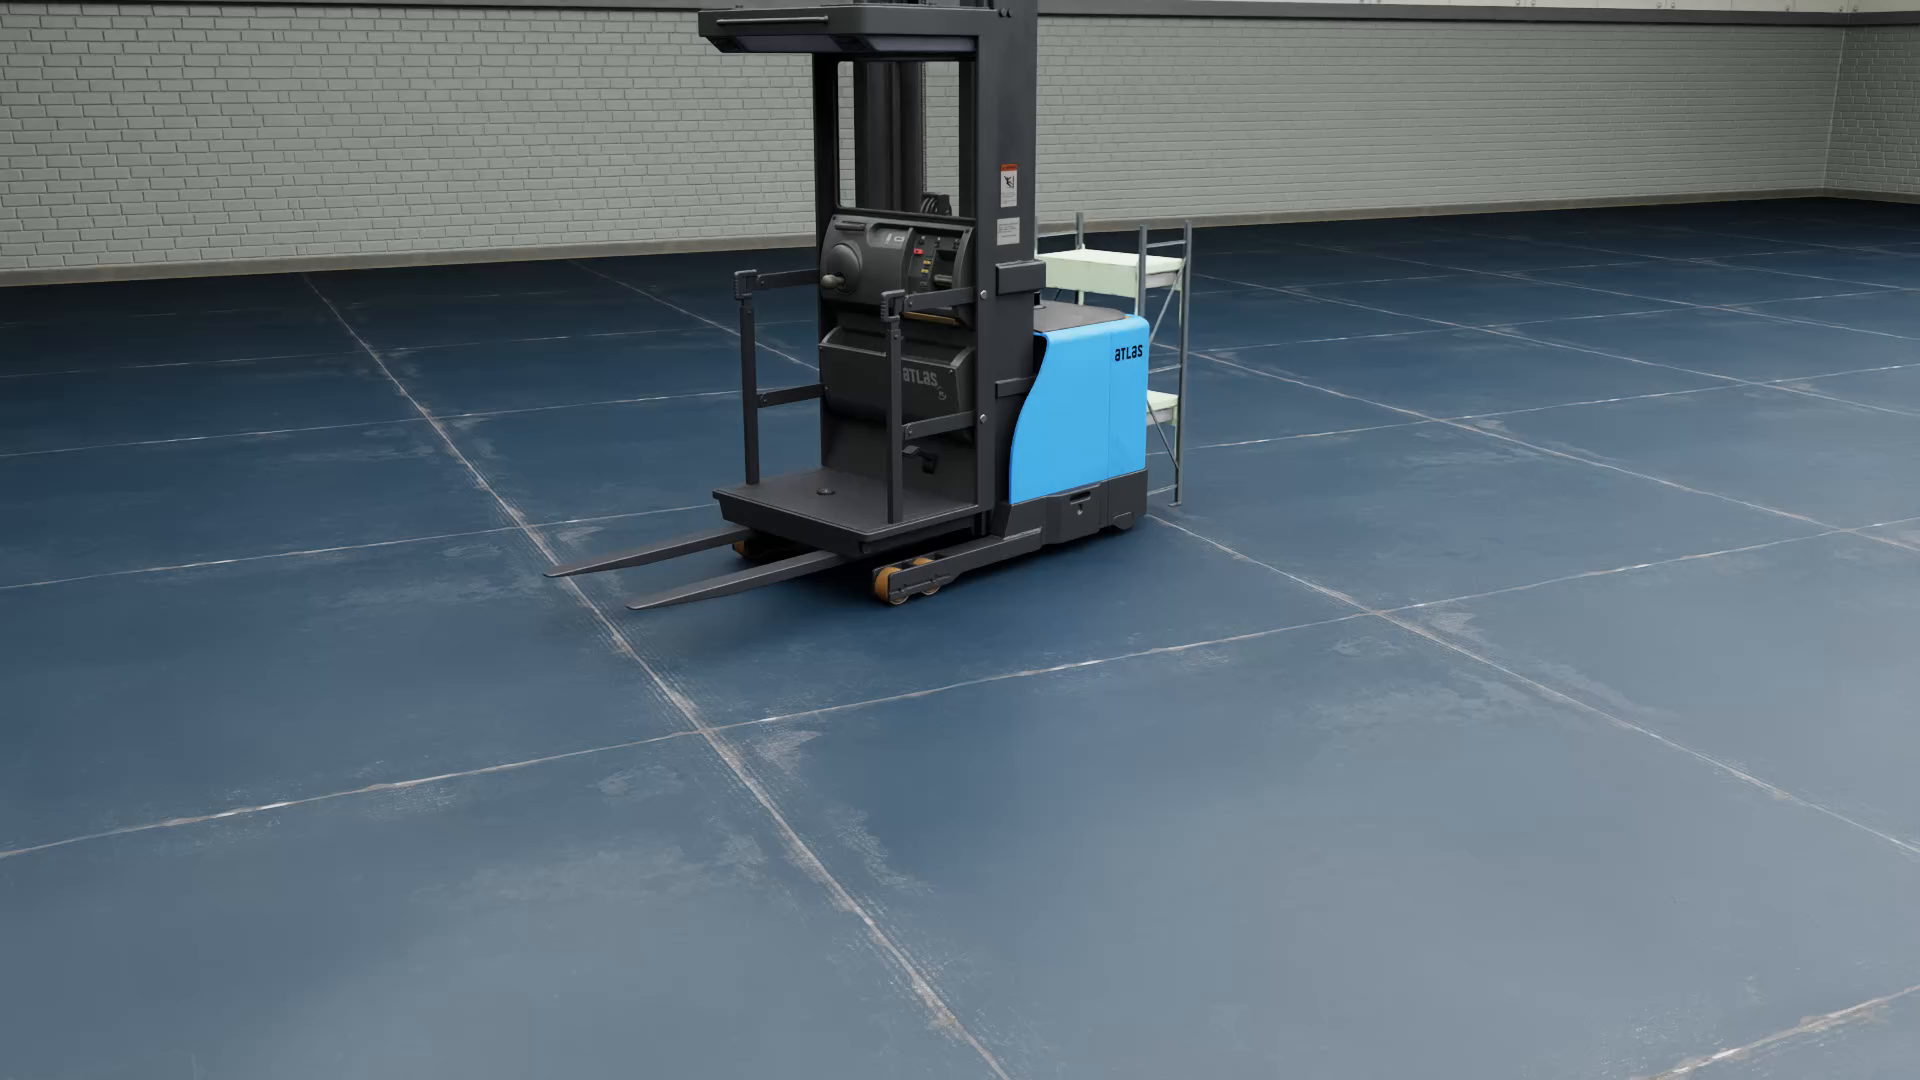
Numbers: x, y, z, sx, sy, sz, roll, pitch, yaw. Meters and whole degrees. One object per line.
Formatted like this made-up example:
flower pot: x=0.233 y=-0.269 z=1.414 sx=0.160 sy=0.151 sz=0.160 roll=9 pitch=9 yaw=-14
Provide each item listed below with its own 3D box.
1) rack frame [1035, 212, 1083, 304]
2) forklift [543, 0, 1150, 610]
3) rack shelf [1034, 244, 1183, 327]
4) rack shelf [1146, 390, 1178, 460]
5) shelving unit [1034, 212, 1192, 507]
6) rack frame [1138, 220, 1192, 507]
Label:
rack frame: x=0.520 y=-1.020 z=9.084 sx=0.023 sy=1.500 sz=0.400 roll=15 pitch=22 yaw=43
forklift: x=-0.445 y=-1.286 z=7.417 sx=1.130 sy=2.935 sz=3.031 roll=15 pitch=22 yaw=43
rack shelf: x=0.780 y=-1.323 z=8.728 sx=0.720 sy=0.370 sz=0.431 roll=15 pitch=22 yaw=43
rack shelf: x=0.780 y=-0.635 z=8.926 sx=0.720 sy=0.370 sz=0.431 roll=15 pitch=22 yaw=43
shelving unit: x=0.780 y=-0.948 z=8.836 sx=0.755 sy=1.500 sz=0.431 roll=15 pitch=22 yaw=43
rack frame: x=1.039 y=-0.877 z=8.588 sx=0.023 sy=1.500 sz=0.400 roll=15 pitch=22 yaw=43
